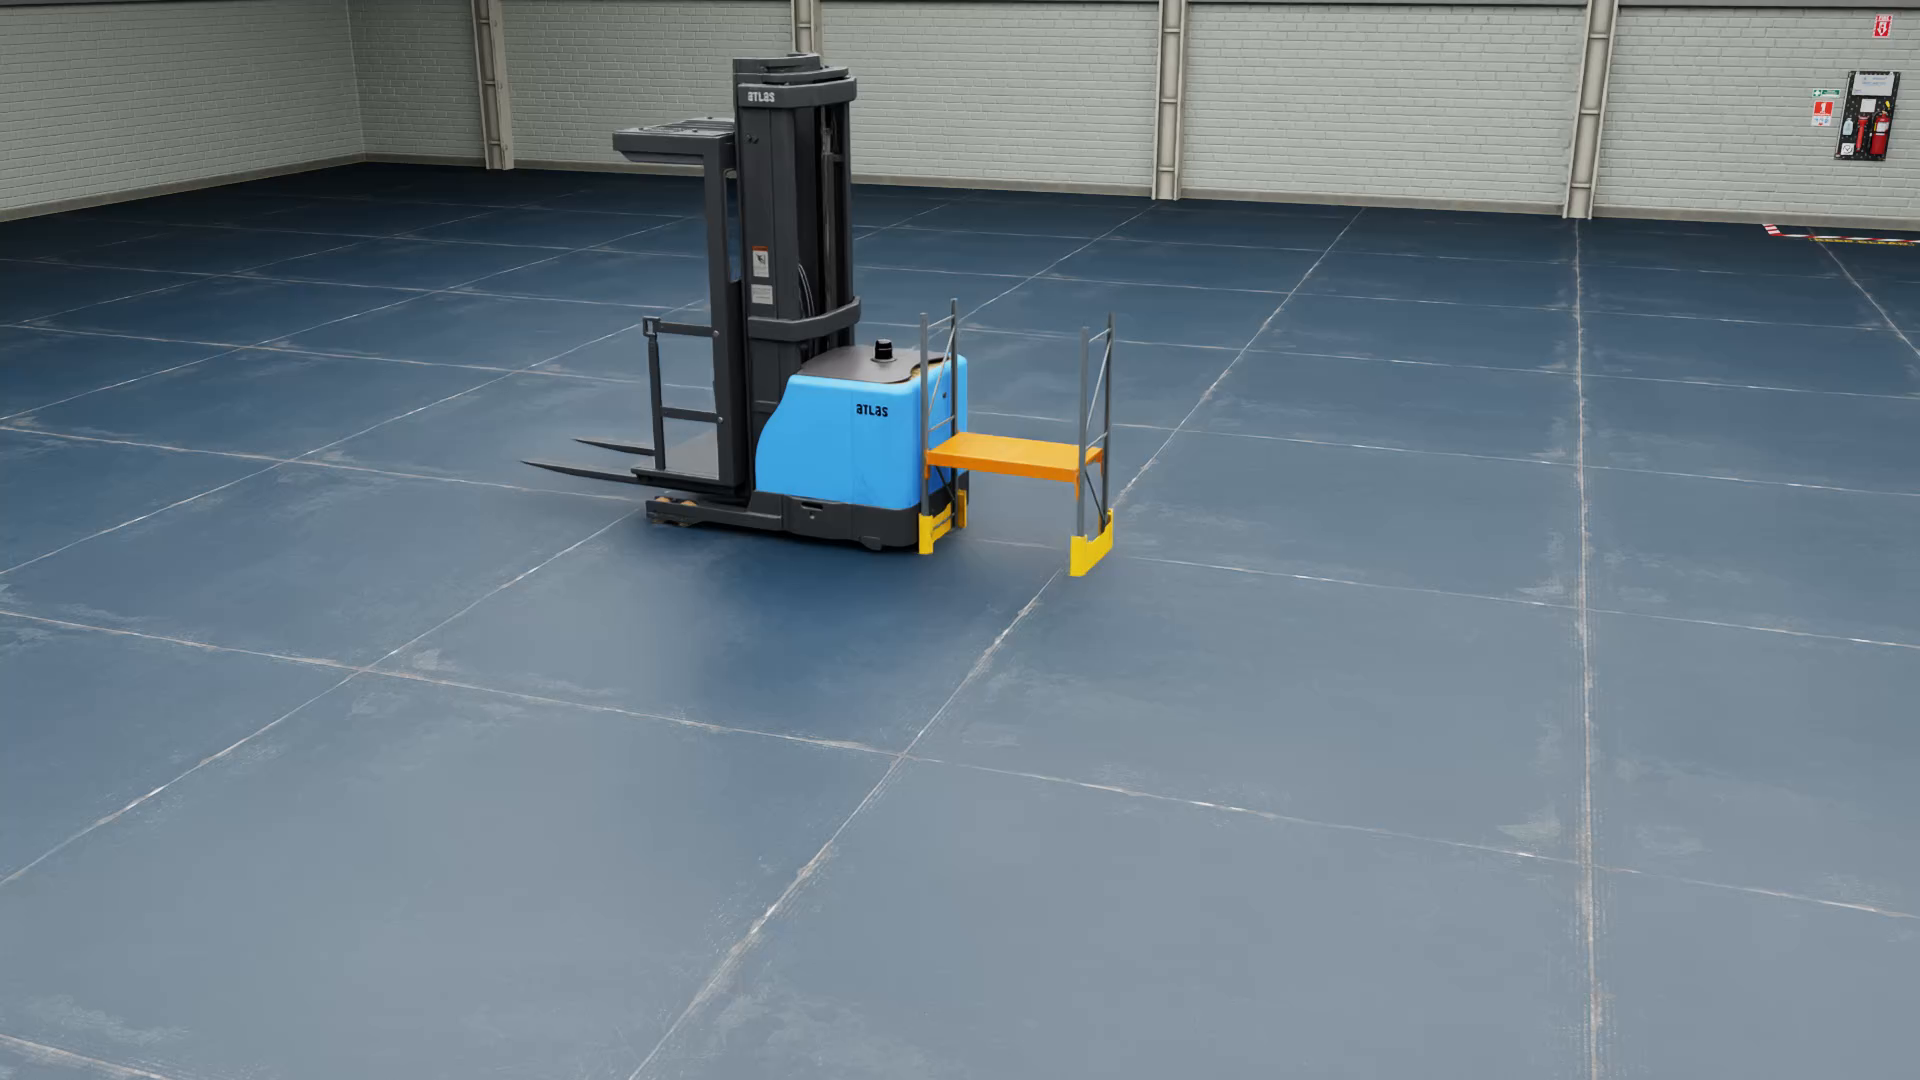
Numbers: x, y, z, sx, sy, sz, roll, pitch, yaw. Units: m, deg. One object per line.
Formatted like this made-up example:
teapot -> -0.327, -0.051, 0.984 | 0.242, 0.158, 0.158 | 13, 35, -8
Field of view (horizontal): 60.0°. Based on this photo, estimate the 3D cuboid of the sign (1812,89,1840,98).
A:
sign -> 11.722, -6.044, 22.498 | 0.331, 0.109, 0.001 | 7, 20, 18

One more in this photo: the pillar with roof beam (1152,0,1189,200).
pillar with roof beam -> 1.782, -8.200, 20.428 | 0.400, 9.000, 9.100 | 7, 20, 18

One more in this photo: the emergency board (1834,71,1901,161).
emergency board -> 12.209, -5.688, 22.337 | 0.643, 1.169, 0.194 | 7, 20, 18

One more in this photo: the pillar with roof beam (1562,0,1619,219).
pillar with roof beam -> 7.450, -7.552, 18.569 | 0.400, 9.000, 9.100 | 7, 20, 18

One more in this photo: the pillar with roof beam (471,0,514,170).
pillar with roof beam -> -9.553, -9.496, 24.147 | 0.400, 9.000, 9.100 | 7, 20, 18

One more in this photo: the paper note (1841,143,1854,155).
paper note -> 12.064, -5.313, 22.598 | 0.142, 0.148, 0.016 | 7, 20, 18

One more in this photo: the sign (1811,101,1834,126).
sign -> 11.720, -5.797, 22.594 | 0.234, 0.329, 0.001 | 7, 20, 18

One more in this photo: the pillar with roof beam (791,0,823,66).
pillar with roof beam -> -3.885, -8.848, 22.288 | 0.400, 9.000, 9.100 | 7, 20, 18

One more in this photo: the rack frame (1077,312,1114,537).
rack frame -> 0.808, -0.578, 9.955 | 0.032, 1.500, 0.500 | 8, 21, 22

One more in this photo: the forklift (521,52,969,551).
forklift -> -1.504, -1.619, 10.767 | 3.031, 2.935, 1.130 | 8, 21, 22

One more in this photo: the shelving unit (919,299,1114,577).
shelving unit -> 0.349, -0.643, 10.142 | 1.083, 1.500, 0.587 | 8, 21, 22

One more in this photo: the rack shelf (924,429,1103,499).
rack shelf -> 0.341, -0.474, 10.205 | 1.000, 0.185, 0.538 | 8, 21, 22

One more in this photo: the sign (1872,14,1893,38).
sign -> 12.234, -6.815, 22.047 | 0.199, 0.298, 0.001 | 7, 20, 18

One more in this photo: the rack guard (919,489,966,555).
rack guard -> -0.108, -0.118, 10.534 | 0.087, 0.250, 0.587 | 8, 21, 22

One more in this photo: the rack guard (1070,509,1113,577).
rack guard -> 0.807, 0.012, 10.162 | 0.087, 0.250, 0.587 | 8, 21, 22

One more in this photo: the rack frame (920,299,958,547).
rack frame -> -0.126, -0.710, 10.336 | 0.032, 1.500, 0.500 | 8, 21, 22
